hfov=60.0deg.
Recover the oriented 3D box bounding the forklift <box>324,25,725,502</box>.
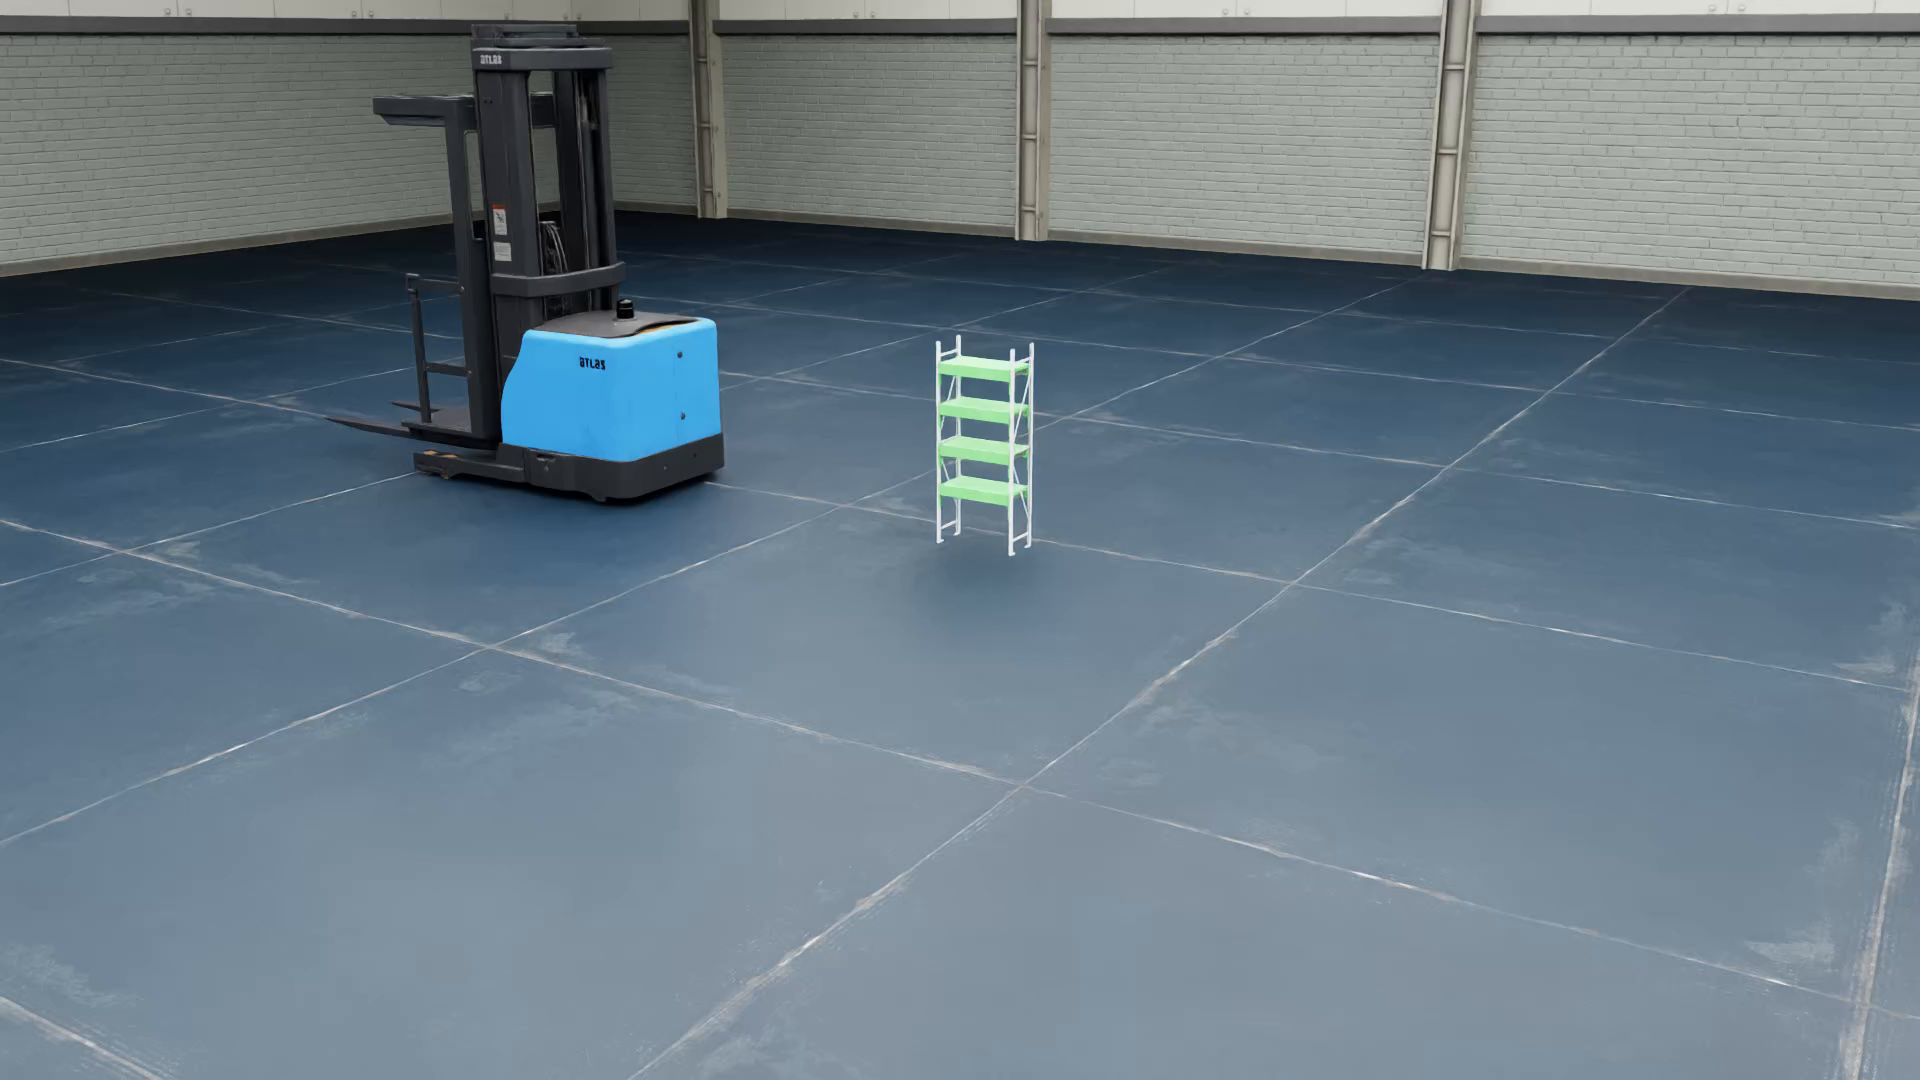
[{"bbox_3d":[-3.130,-1.937,11.215,3.031,2.935,1.130,10,19,29],"label":"forklift"}]

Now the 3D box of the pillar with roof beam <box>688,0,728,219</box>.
[{"bbox_3d":[-6.316,-8.547,22.537,0.400,9.000,9.100,10,20,30],"label":"pillar with roof beam"}]

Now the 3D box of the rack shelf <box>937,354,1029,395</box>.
[{"bbox_3d":[0.141,-0.947,9.503,0.480,0.148,0.258,10,20,30],"label":"rack shelf"}]

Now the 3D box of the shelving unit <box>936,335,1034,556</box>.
[{"bbox_3d":[0.141,-0.549,9.624,0.503,1.200,0.258,10,20,30],"label":"shelving unit"}]

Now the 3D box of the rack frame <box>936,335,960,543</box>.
[{"bbox_3d":[-0.067,-0.586,9.746,0.015,1.200,0.240,10,20,30],"label":"rack frame"}]

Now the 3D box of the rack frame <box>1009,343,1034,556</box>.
[{"bbox_3d":[0.349,-0.512,9.502,0.015,1.200,0.240,10,20,30],"label":"rack frame"}]

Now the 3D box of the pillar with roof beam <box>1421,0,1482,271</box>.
[{"bbox_3d":[3.909,-6.722,16.528,0.400,9.000,9.100,10,20,30],"label":"pillar with roof beam"}]

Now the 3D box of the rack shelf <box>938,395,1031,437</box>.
[{"bbox_3d":[0.141,-0.717,9.573,0.480,0.148,0.258,10,20,30],"label":"rack shelf"}]

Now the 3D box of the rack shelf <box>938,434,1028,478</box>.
[{"bbox_3d":[0.141,-0.488,9.642,0.480,0.148,0.258,10,20,30],"label":"rack shelf"}]

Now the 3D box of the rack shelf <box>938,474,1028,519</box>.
[{"bbox_3d":[0.141,-0.258,9.712,0.480,0.148,0.258,10,20,30],"label":"rack shelf"}]

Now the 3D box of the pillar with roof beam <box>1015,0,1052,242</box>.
[{"bbox_3d":[-1.203,-7.635,19.532,0.400,9.000,9.100,10,20,30],"label":"pillar with roof beam"}]
